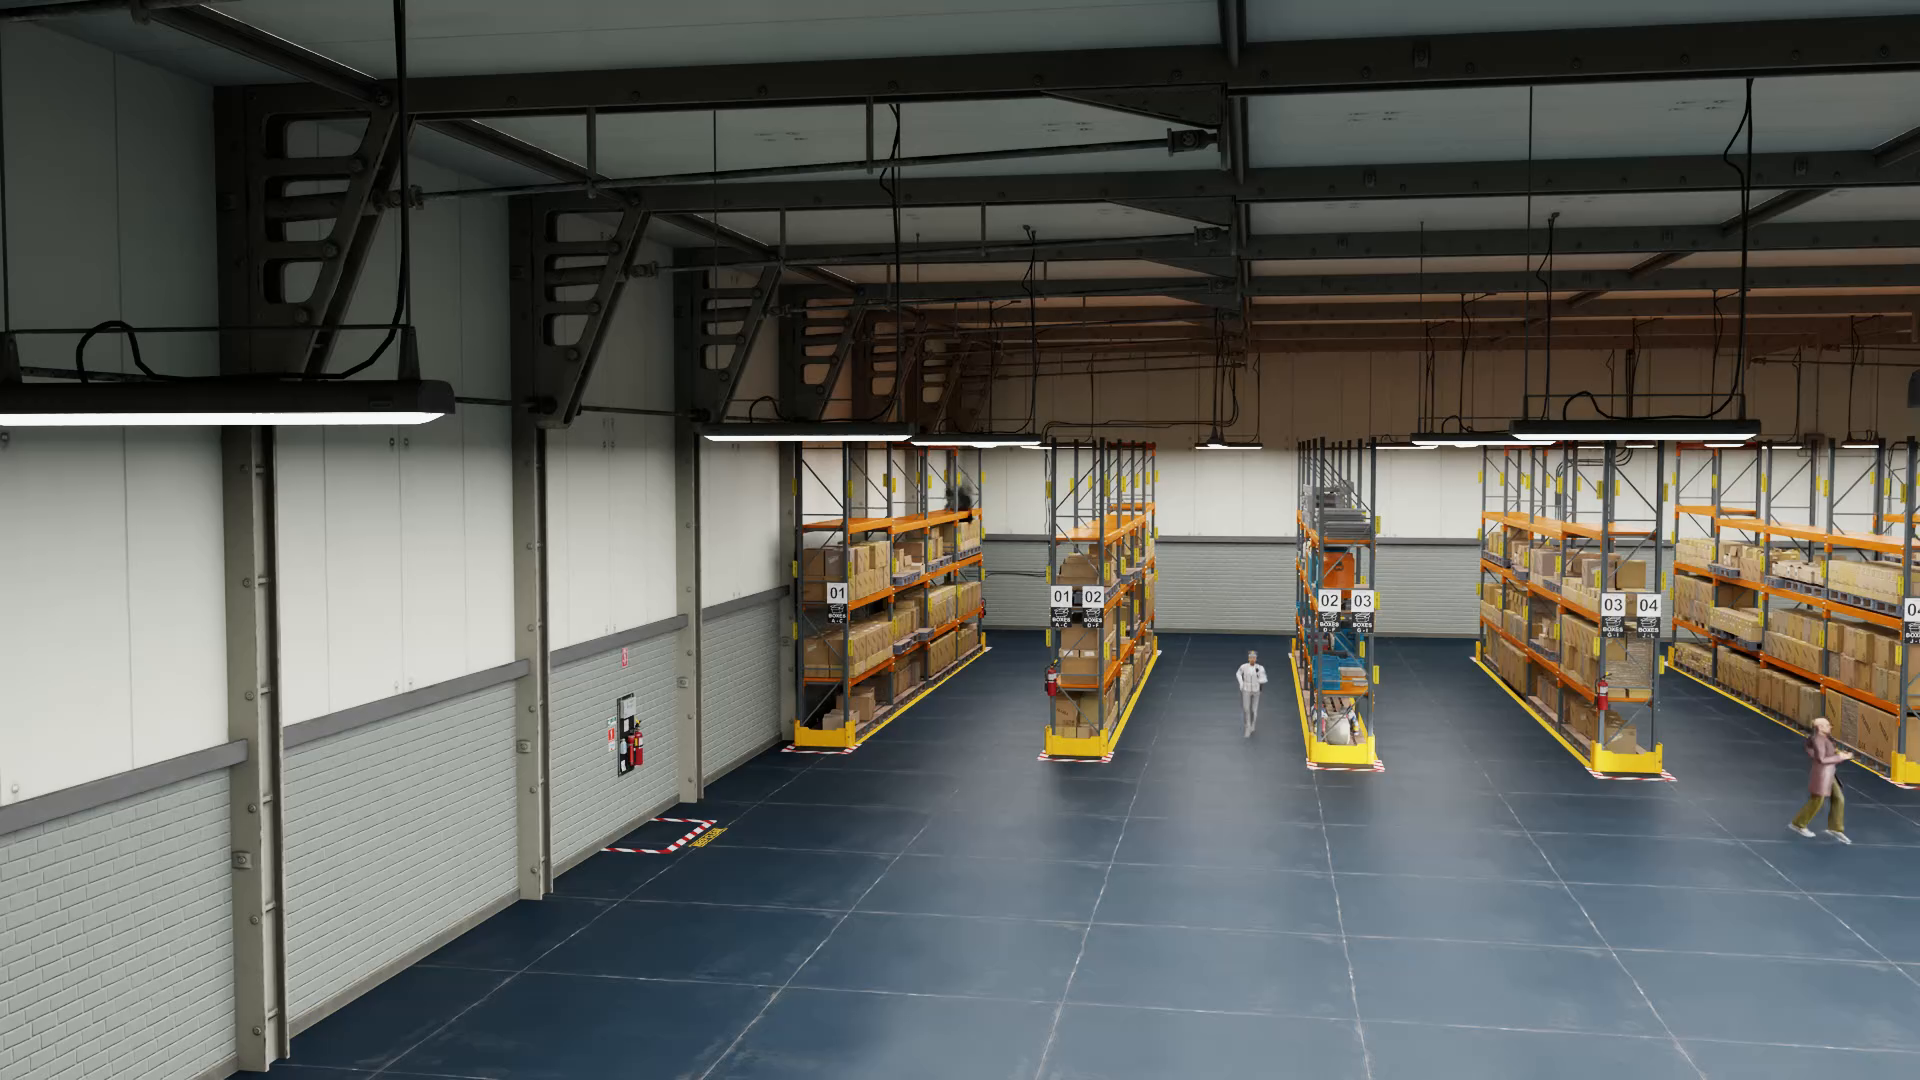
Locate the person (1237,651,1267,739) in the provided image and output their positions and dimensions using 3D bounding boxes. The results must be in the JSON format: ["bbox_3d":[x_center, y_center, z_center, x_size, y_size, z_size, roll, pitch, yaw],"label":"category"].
[{"bbox_3d":[5.900,3.095,33.598,0.602,1.745,0.833,0,3,8],"label":"person"}]

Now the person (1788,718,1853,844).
[{"bbox_3d":[12.657,3.525,24.440,0.831,1.831,0.685,2,4,37],"label":"person"}]

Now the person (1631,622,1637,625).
[{"bbox_3d":[17.545,2.608,43.071,0.545,1.663,0.948,1,3,12],"label":"person"}]
